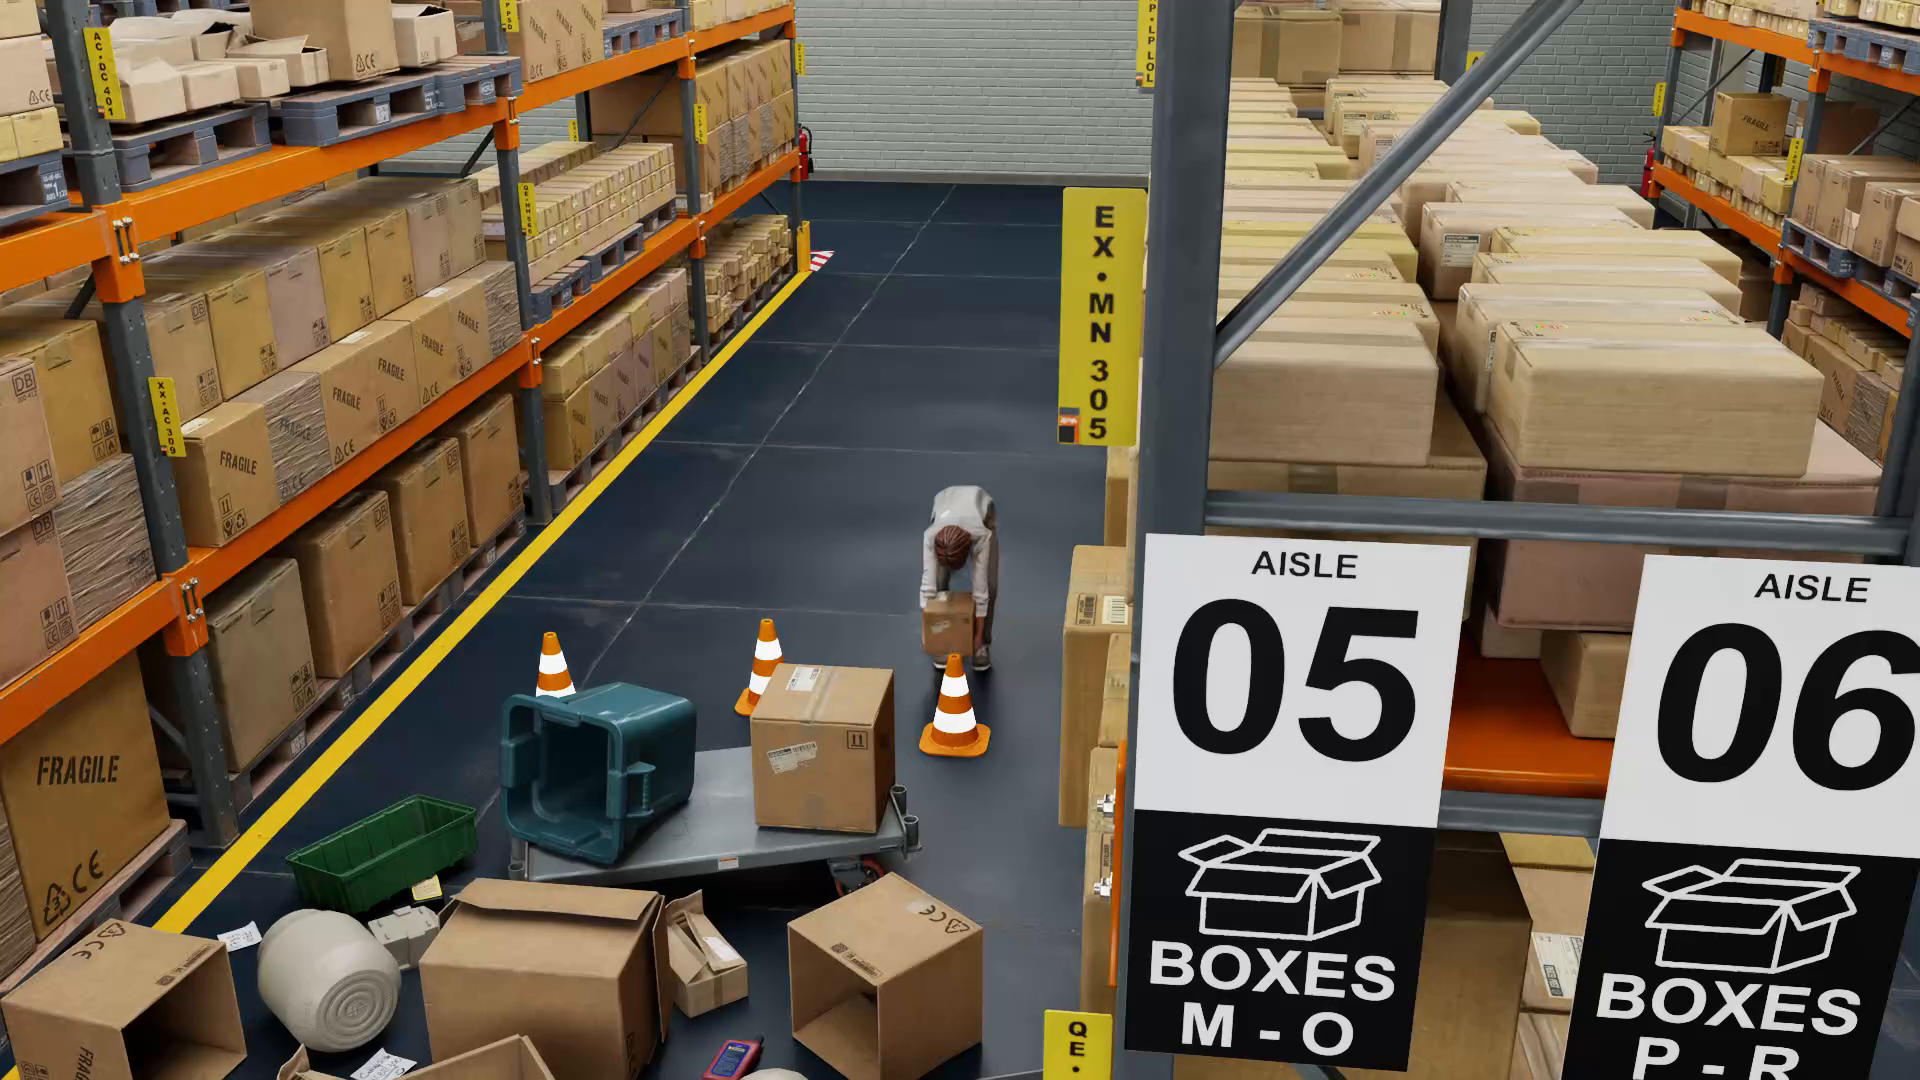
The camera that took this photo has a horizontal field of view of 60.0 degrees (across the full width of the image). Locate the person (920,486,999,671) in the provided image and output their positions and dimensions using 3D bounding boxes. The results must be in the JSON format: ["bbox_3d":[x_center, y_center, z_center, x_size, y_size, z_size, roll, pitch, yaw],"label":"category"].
[{"bbox_3d":[-0.001,0.261,8.750,0.389,1.001,0.870,2,22,4],"label":"person"}]
